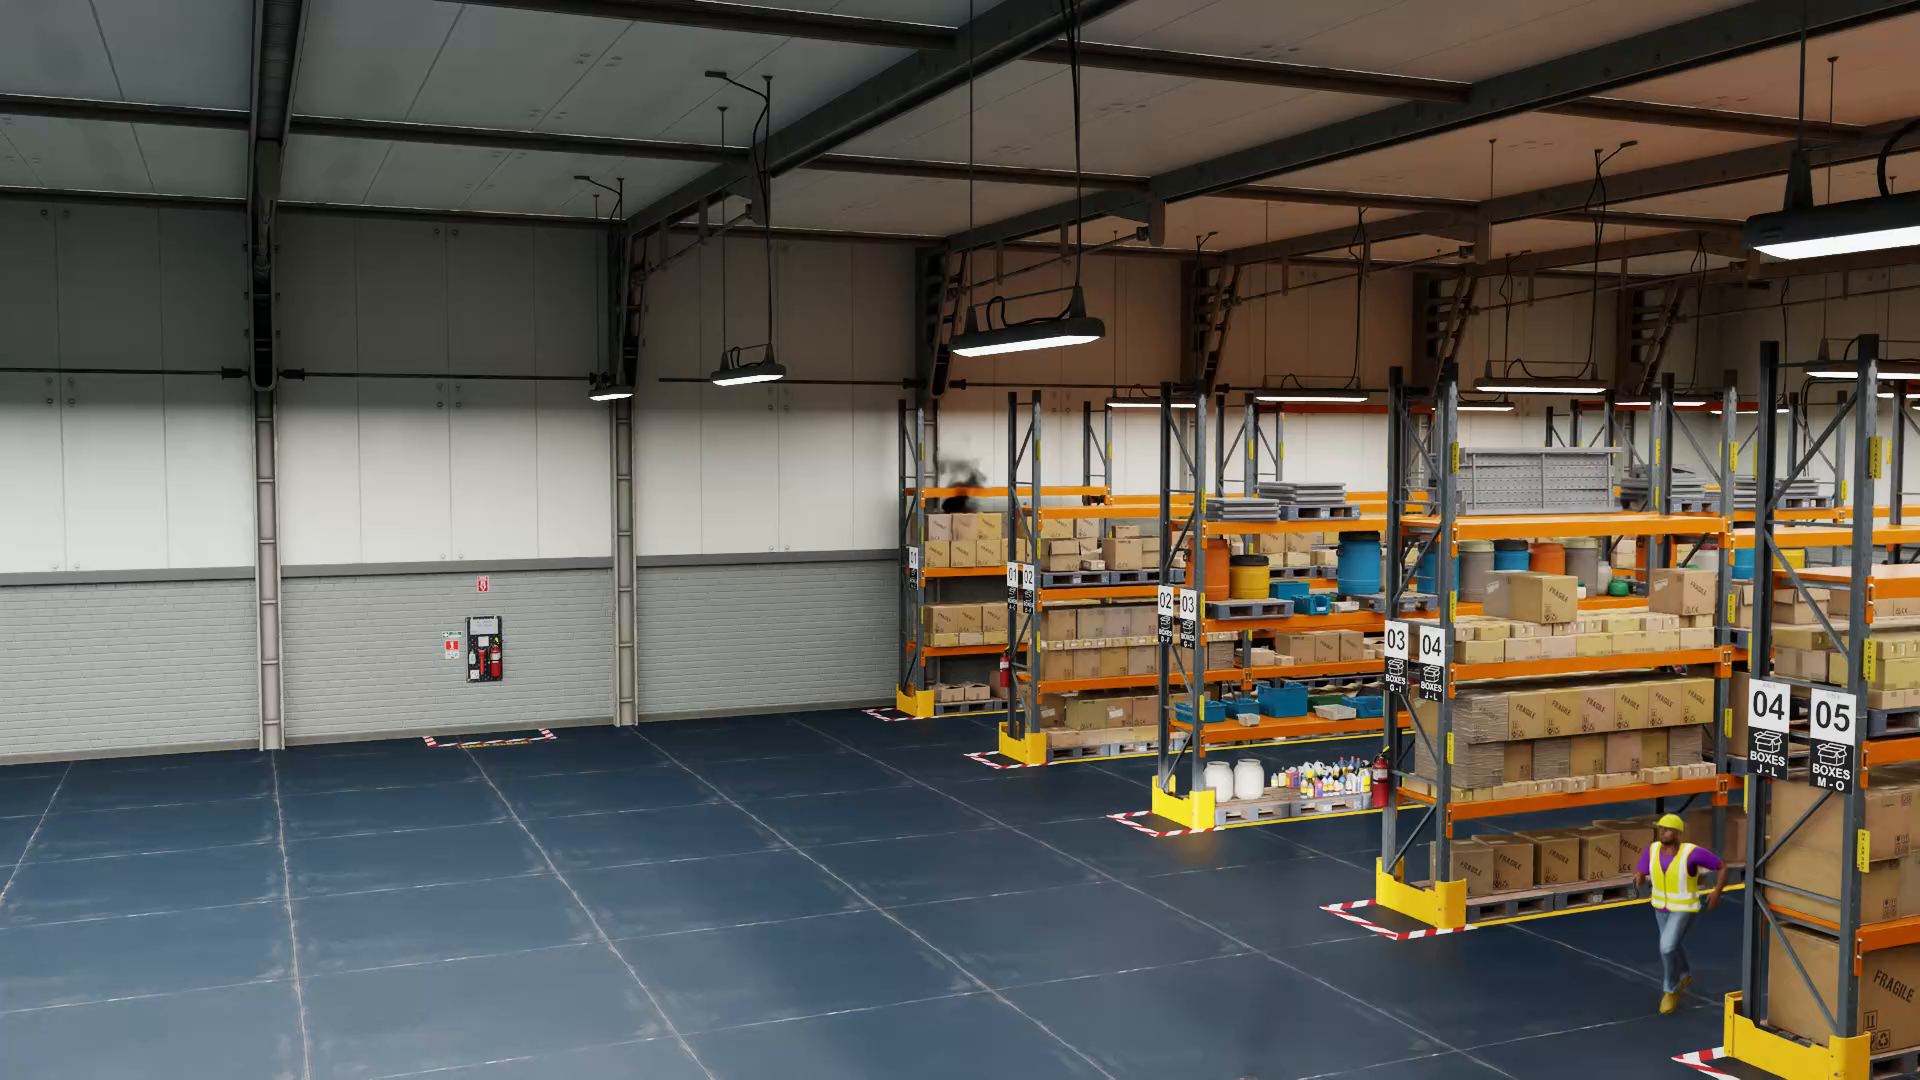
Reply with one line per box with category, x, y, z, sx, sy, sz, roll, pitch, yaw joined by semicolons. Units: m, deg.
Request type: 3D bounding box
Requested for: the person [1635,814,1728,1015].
person;6.548;3.394;15.194;0.889;1.798;0.710;-2;4;-33
